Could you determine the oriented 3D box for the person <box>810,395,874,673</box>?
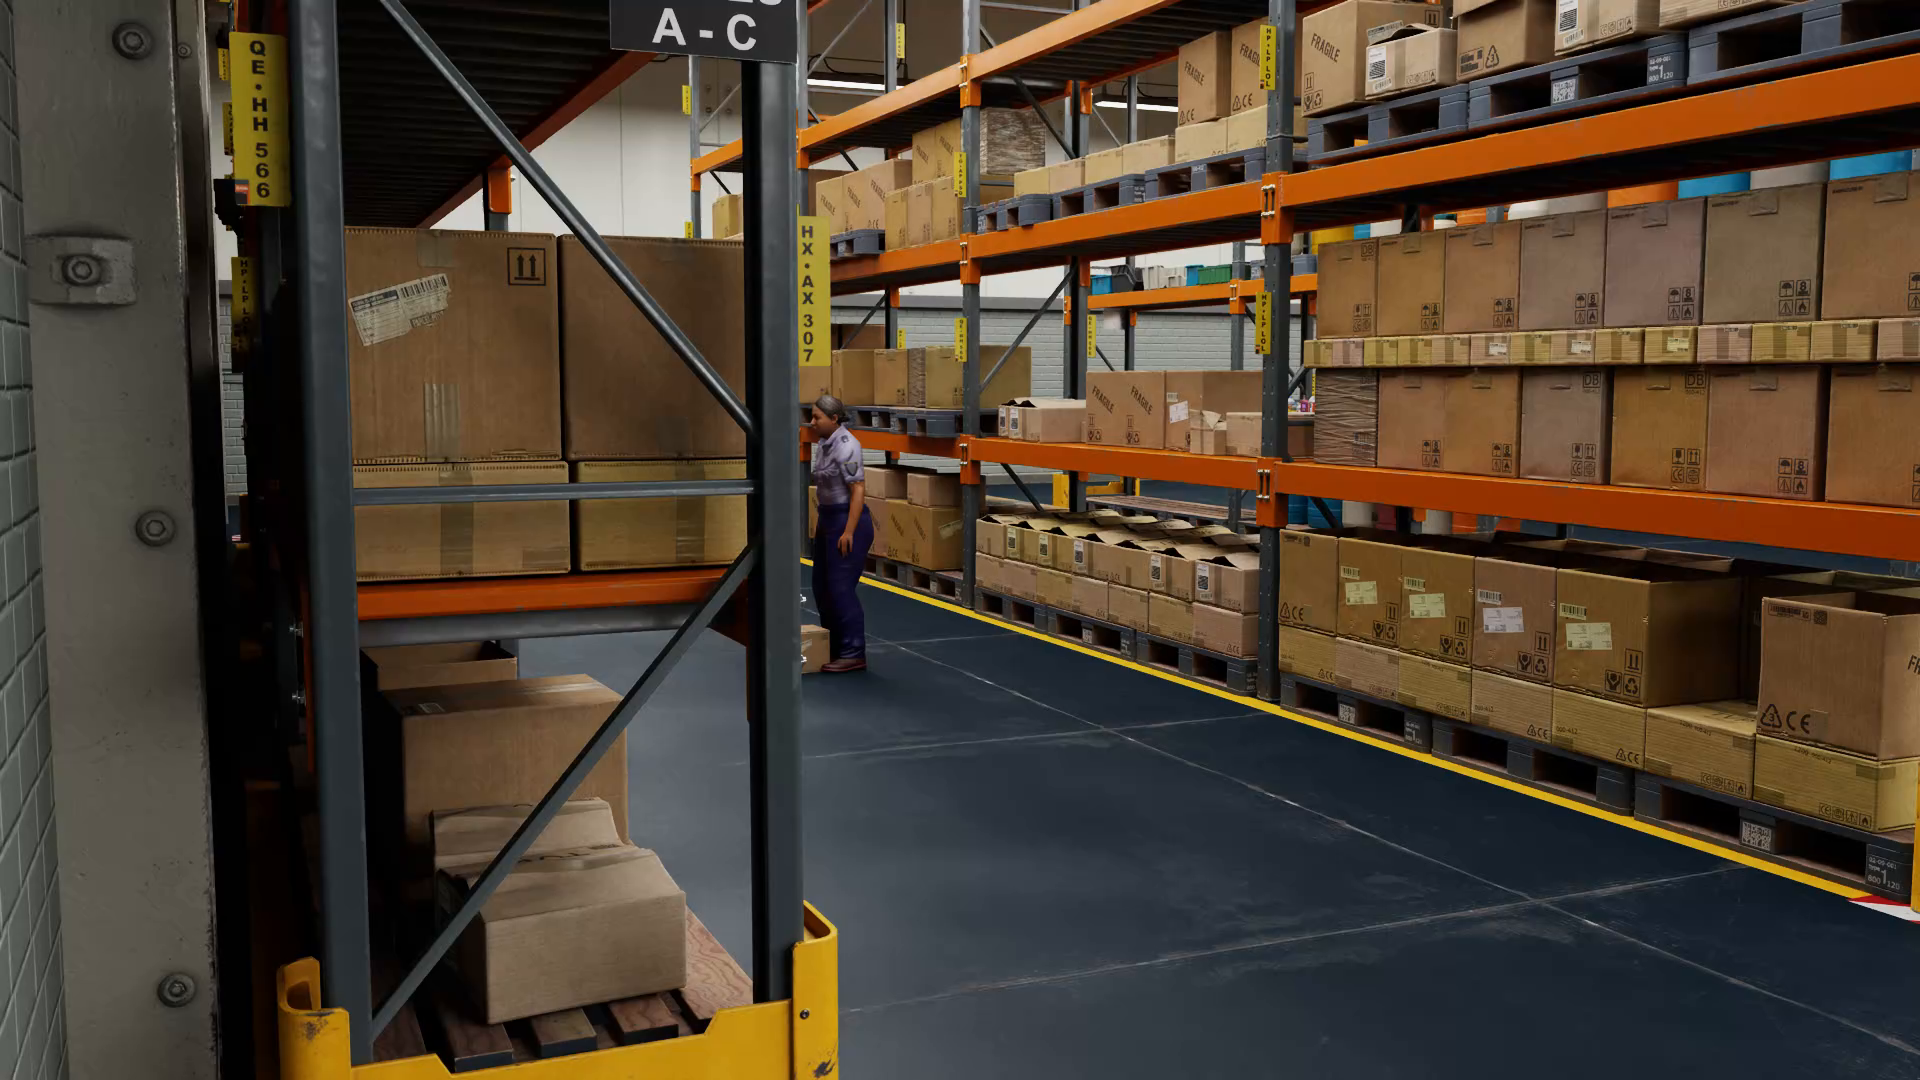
[{"bbox_3d":[-0.748,-0.048,10.041,0.331,1.651,0.546,-2,6,-24],"label":"person"}]
